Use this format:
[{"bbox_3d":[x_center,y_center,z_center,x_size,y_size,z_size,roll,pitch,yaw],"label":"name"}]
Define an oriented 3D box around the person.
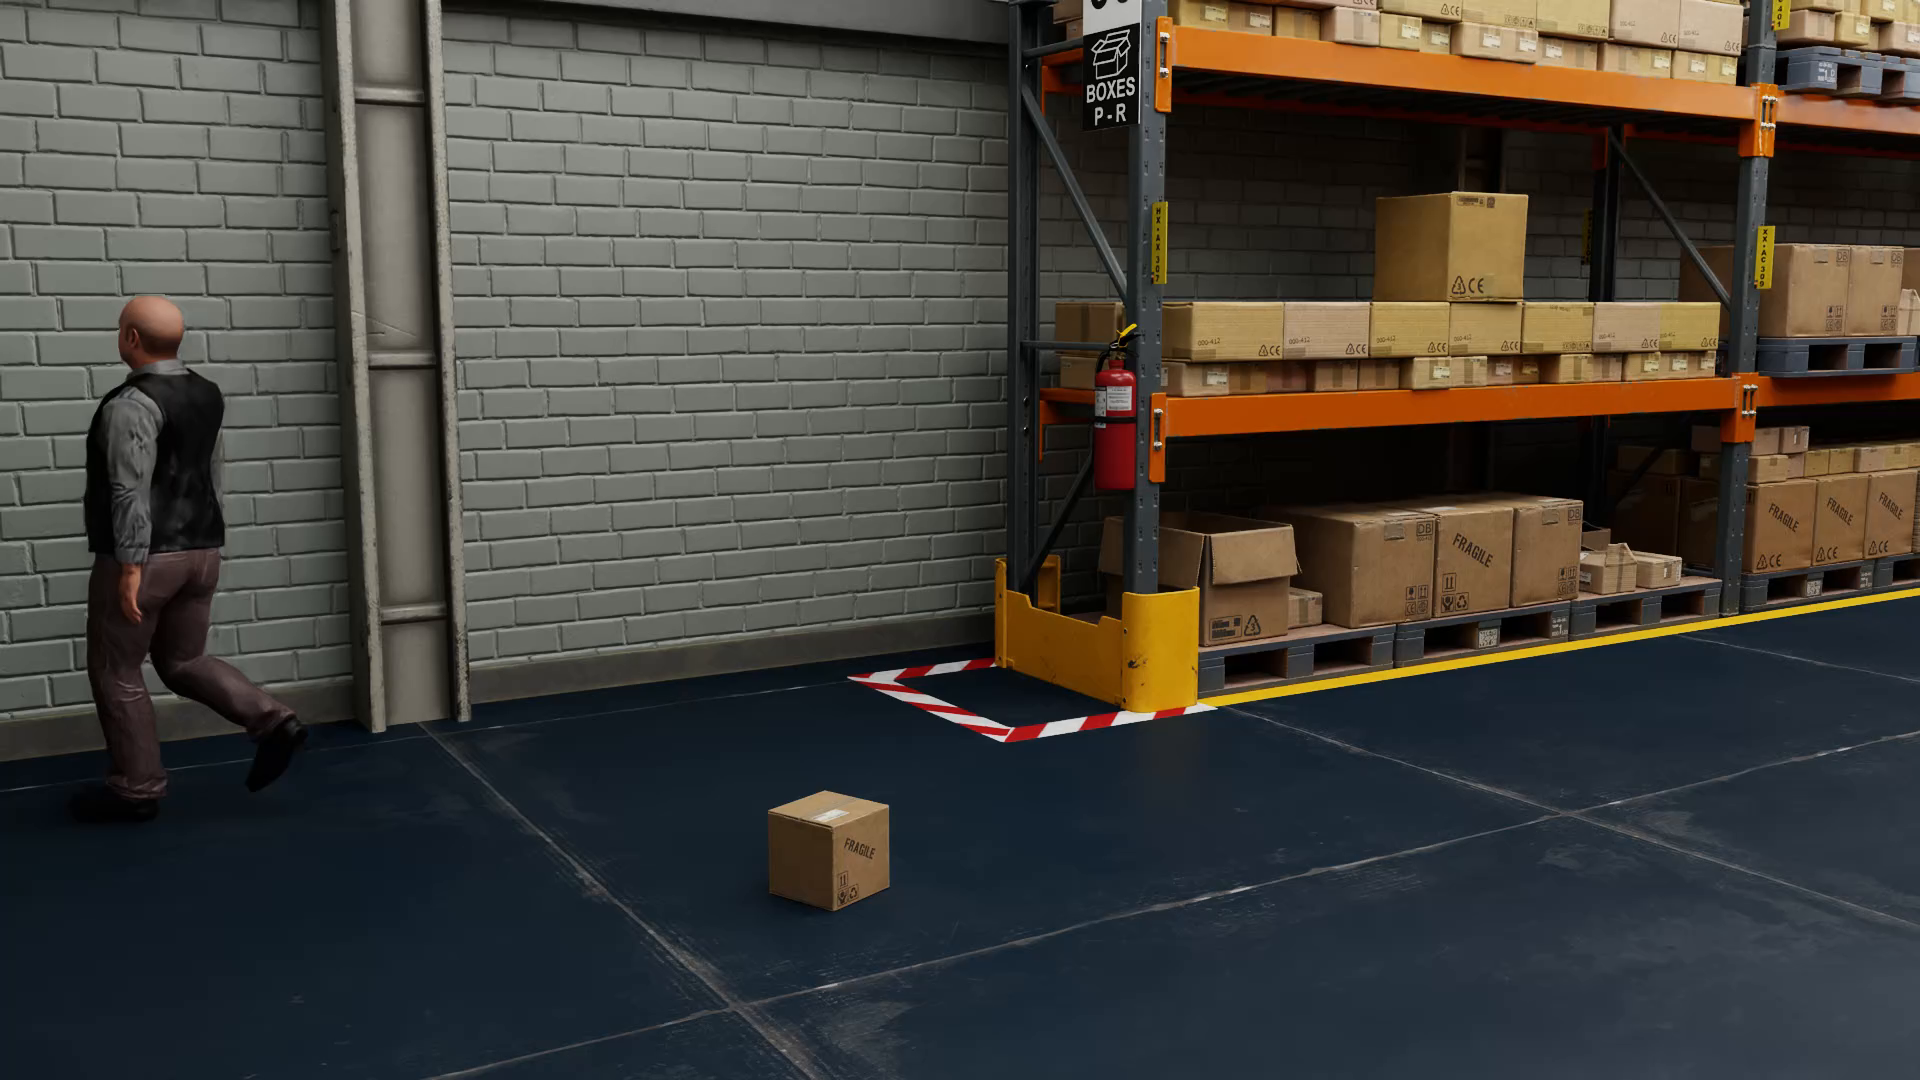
[{"bbox_3d":[-2.567,0.061,5.427,0.763,1.701,0.543,2,8,11],"label":"person"}]
